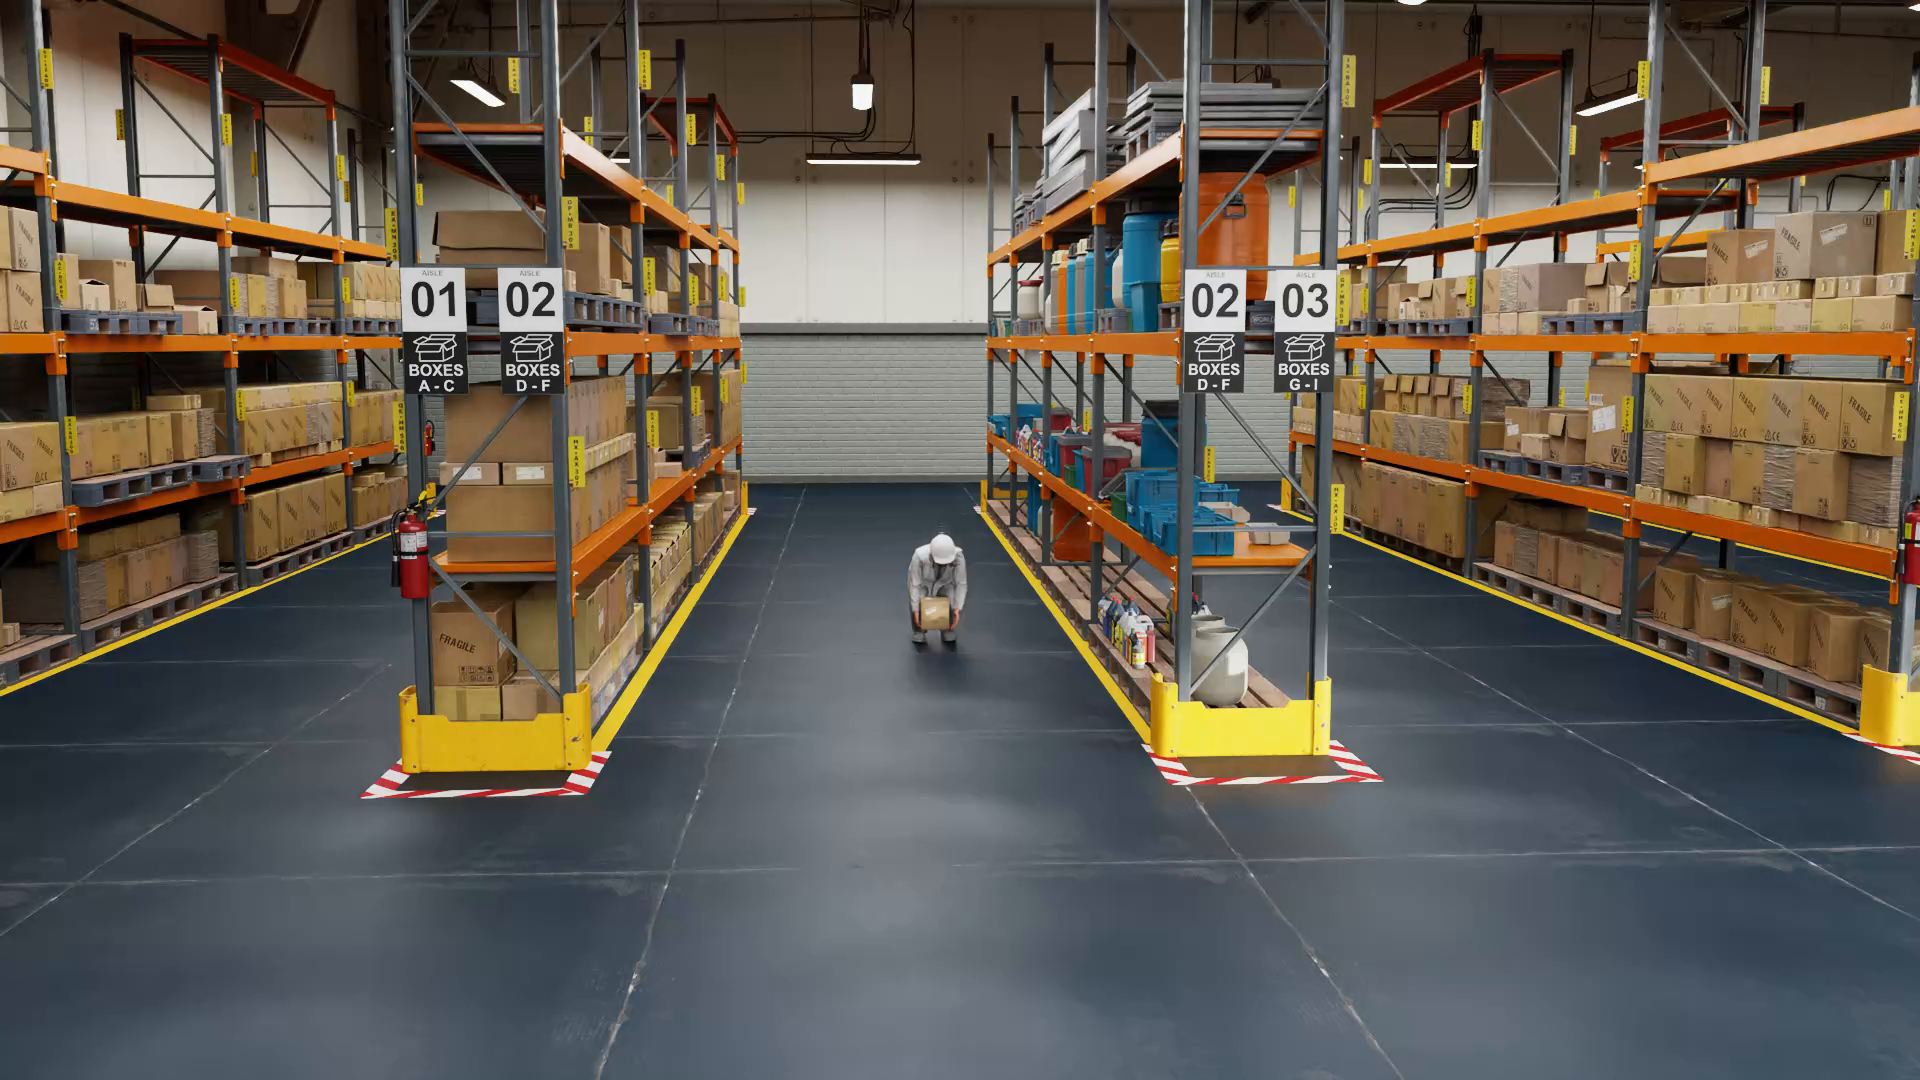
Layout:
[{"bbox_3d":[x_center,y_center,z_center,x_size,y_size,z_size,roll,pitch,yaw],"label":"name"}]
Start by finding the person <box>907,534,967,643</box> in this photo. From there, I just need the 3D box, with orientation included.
[{"bbox_3d":[-0.211,0.424,15.194,0.534,1.039,0.872,0,7,-4],"label":"person"}]
